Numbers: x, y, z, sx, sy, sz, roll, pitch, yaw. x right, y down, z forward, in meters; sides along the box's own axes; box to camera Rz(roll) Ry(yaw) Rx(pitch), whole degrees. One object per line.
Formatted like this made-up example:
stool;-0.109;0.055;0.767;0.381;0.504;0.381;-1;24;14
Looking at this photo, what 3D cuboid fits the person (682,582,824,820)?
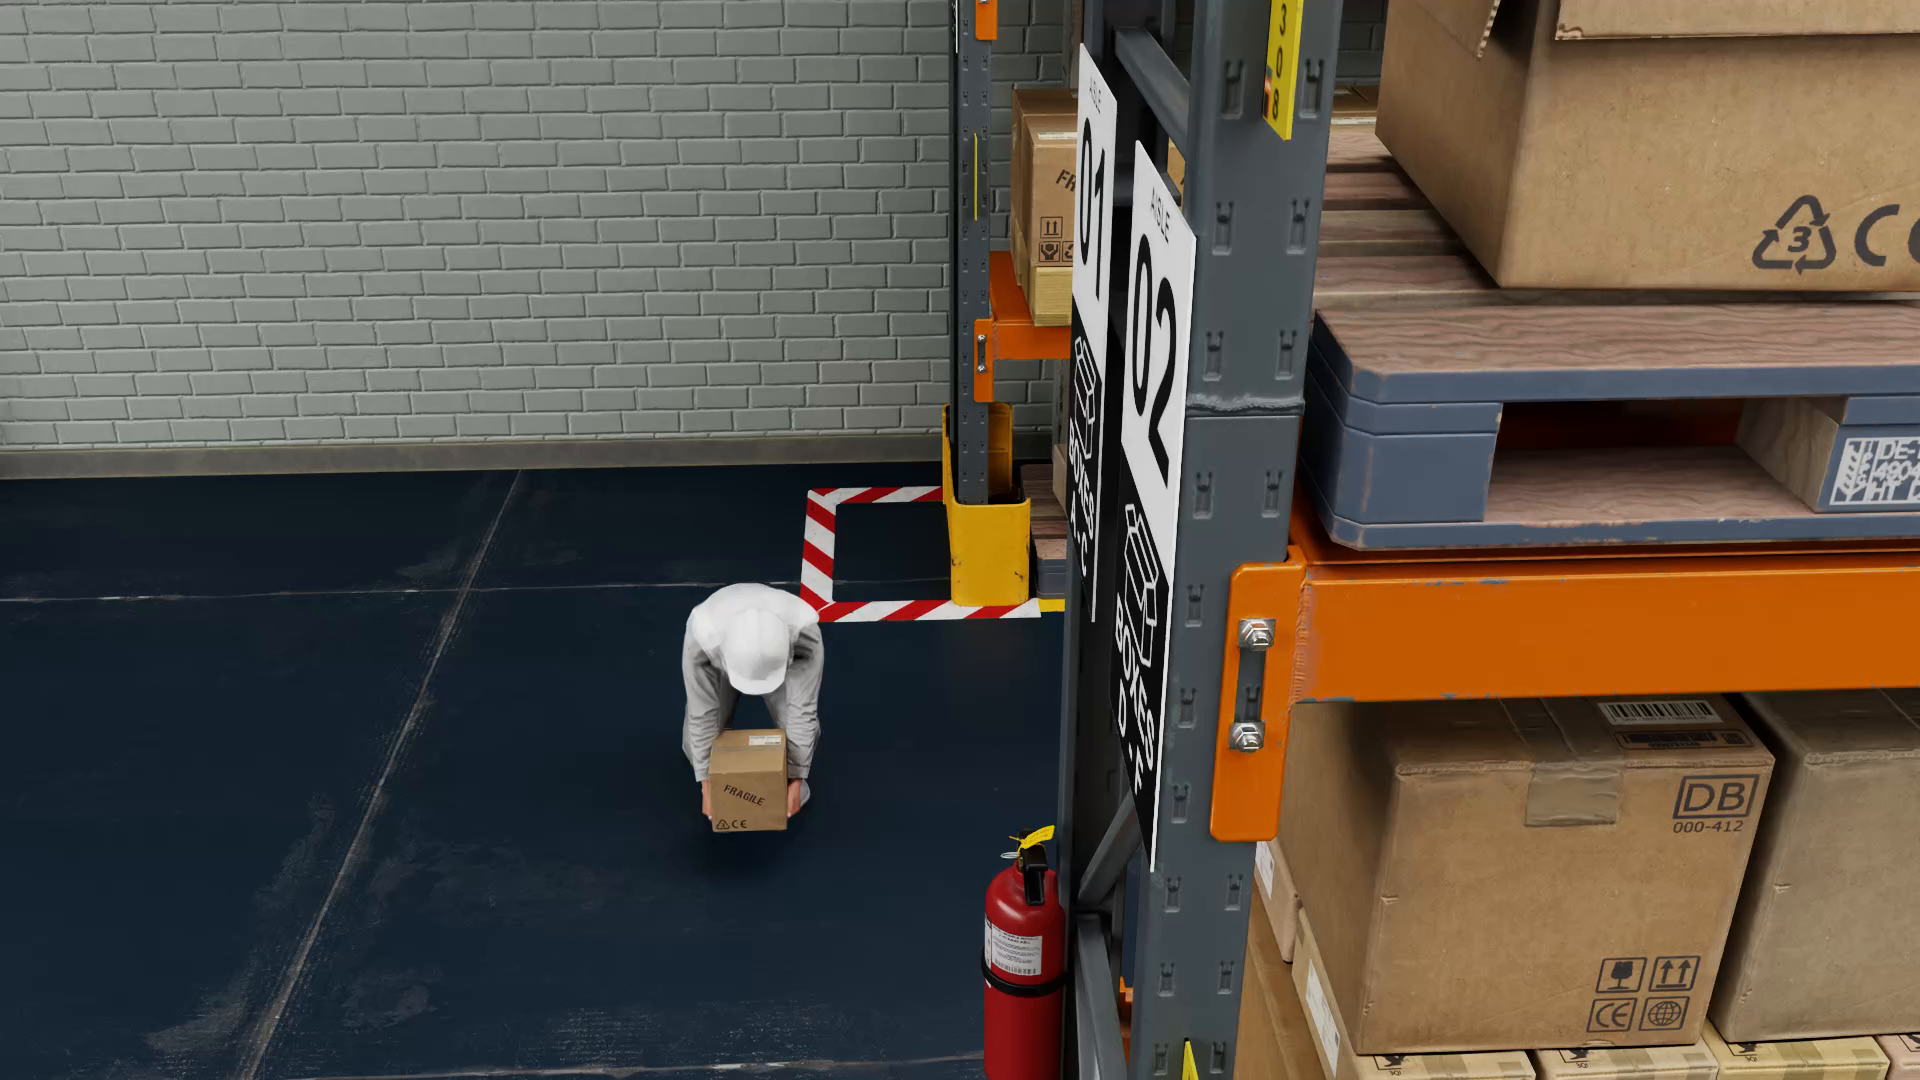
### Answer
person;-0.735;0.528;5.905;0.515;1.017;0.894;-2;27;-4
